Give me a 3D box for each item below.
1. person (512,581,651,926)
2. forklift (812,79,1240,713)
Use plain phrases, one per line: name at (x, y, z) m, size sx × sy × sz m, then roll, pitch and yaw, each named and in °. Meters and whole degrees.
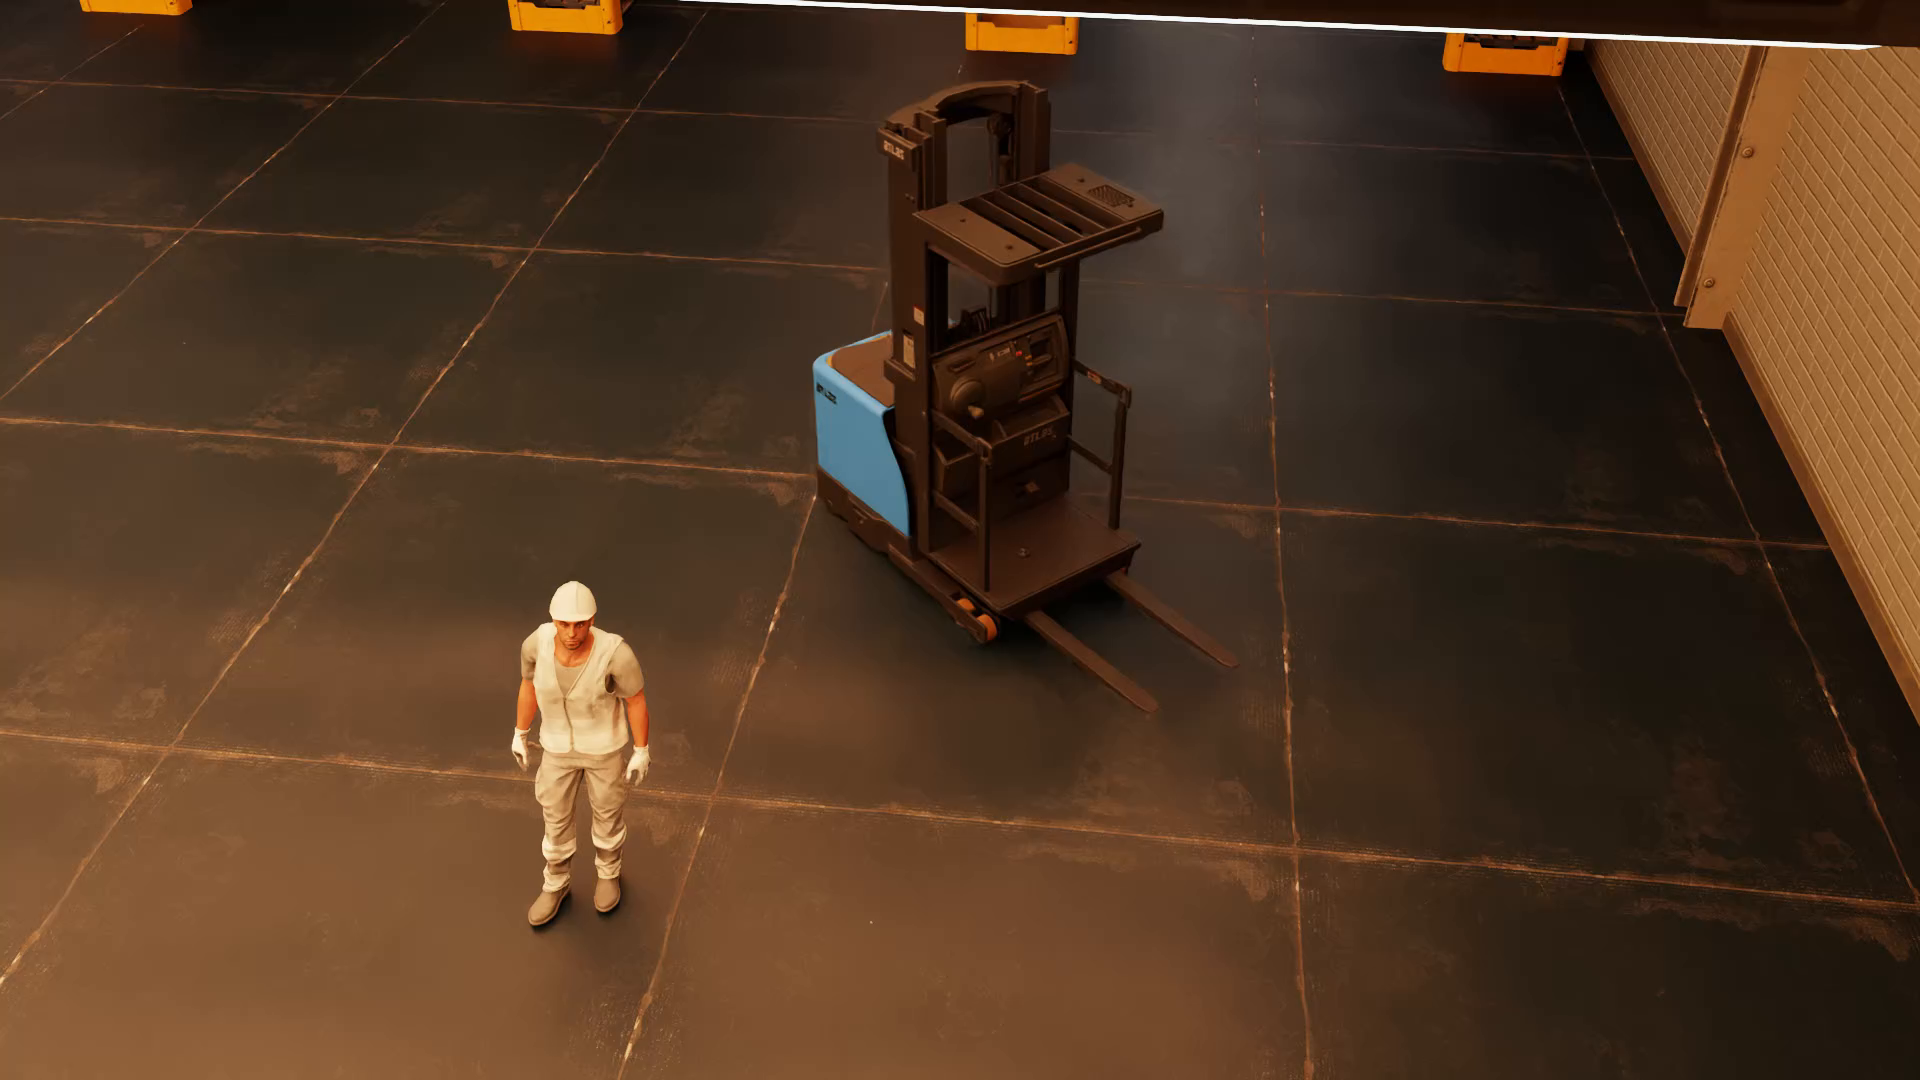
person at (-1.753, 0.995, 7.630) m, size 0.638 × 1.788 × 0.564 m, roll 3°, pitch 37°, yaw 5°
forklift at (0.368, -0.912, 9.268) m, size 1.130 × 2.935 × 3.031 m, roll -24°, pitch 43°, yaw -29°
